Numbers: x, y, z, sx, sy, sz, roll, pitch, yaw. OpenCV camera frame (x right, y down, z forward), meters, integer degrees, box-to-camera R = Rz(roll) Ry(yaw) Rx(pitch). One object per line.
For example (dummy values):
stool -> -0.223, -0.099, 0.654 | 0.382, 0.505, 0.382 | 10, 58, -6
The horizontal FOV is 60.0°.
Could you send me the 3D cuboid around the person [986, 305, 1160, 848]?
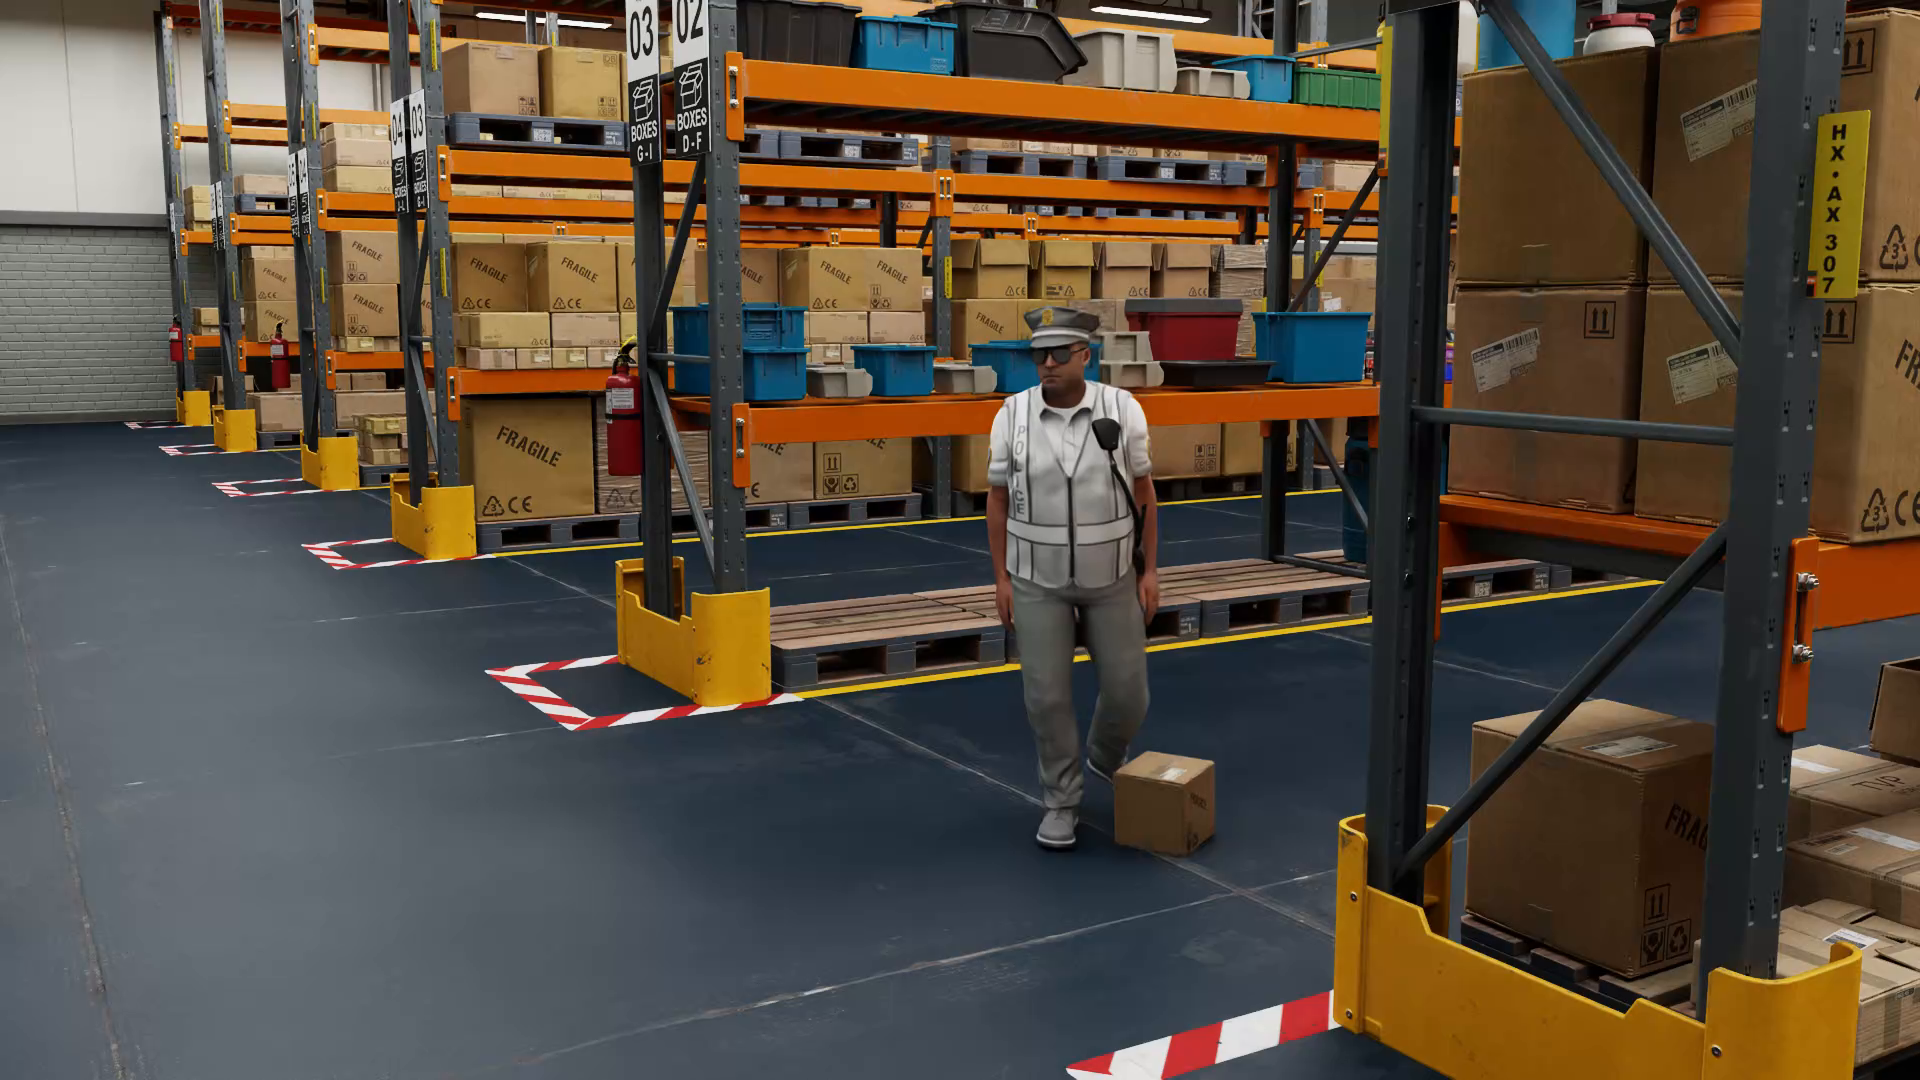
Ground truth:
person -> 0.385, 0.107, 5.502 | 0.593, 1.750, 0.571 | 1, 8, 4
